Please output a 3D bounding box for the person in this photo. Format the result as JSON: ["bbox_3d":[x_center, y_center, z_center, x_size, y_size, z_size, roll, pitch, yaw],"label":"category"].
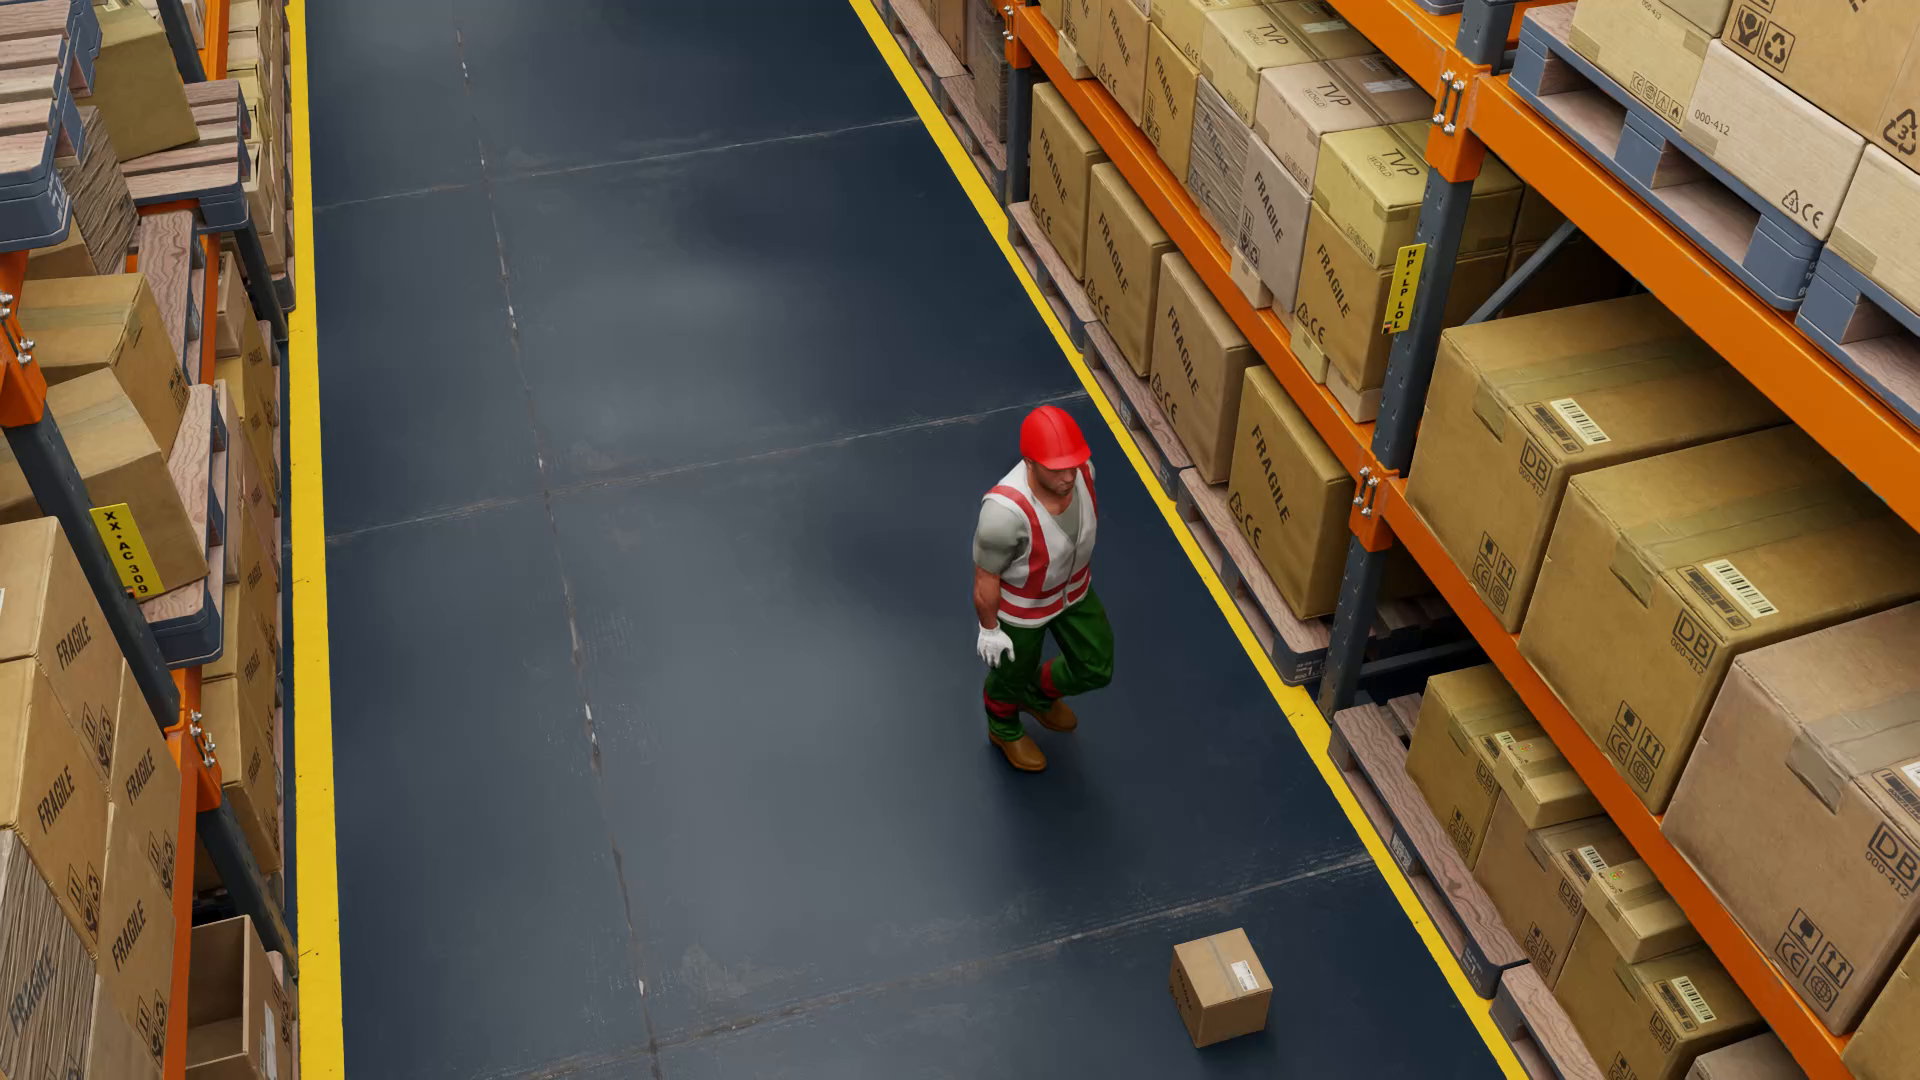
[{"bbox_3d":[0.279,0.204,5.890,0.582,1.773,0.467,-29,50,-29],"label":"person"}]
